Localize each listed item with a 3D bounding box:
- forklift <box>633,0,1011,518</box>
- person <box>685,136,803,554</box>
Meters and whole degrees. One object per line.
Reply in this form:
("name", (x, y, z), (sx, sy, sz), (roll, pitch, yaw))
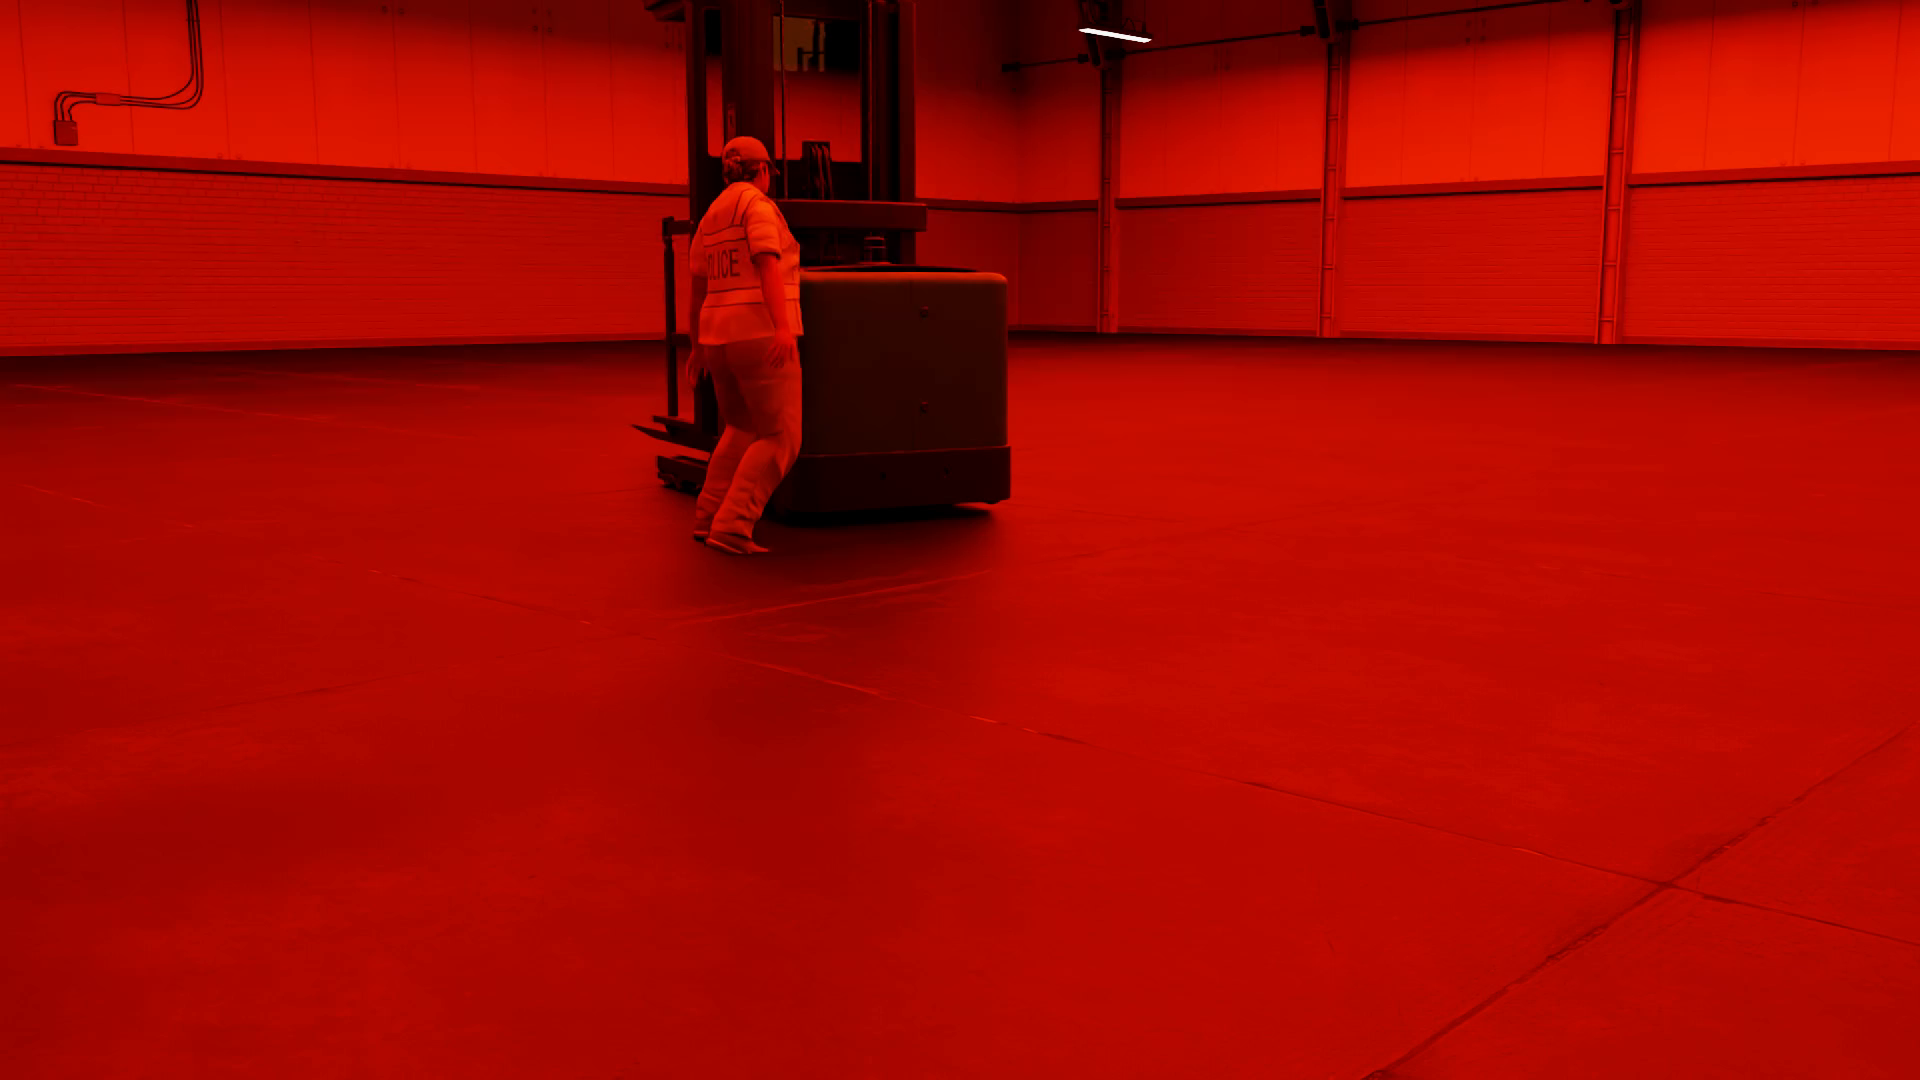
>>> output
("forklift", (-0.903, -1.723, 8.319), (1.130, 2.935, 3.031), (-4, 10, -27))
("person", (-0.849, -0.745, 6.487), (0.506, 1.645, 0.840), (-6, 10, -35))
